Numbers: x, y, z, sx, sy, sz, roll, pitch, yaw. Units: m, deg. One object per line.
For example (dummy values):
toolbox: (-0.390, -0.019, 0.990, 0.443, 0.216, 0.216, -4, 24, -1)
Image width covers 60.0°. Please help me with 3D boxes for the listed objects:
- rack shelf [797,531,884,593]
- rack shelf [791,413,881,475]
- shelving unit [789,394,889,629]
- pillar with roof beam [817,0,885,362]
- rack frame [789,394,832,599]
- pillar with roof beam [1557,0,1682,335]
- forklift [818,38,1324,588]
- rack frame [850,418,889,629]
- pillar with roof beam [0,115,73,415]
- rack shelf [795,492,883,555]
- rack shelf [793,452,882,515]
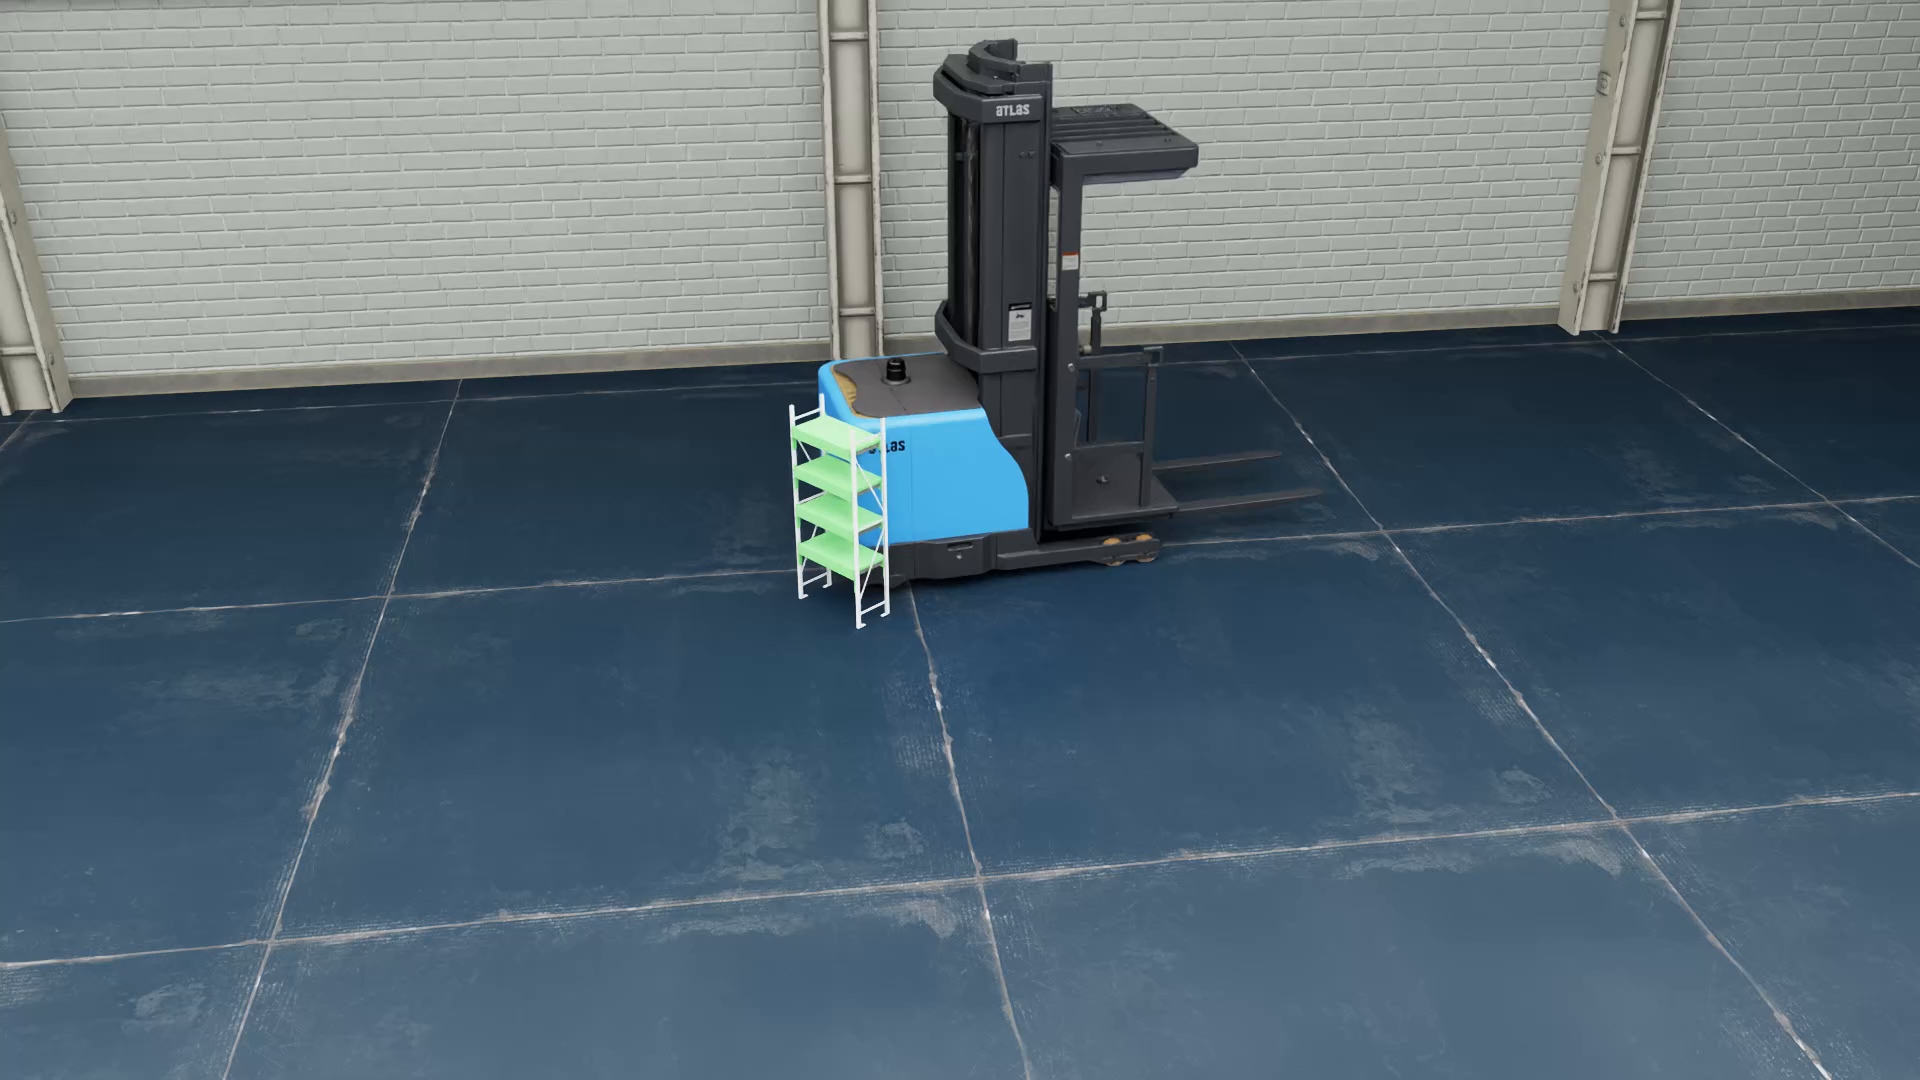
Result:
rack shelf: (-0.665, 0.113, 9.380, 0.480, 0.148, 0.258, 24, 35, 38)
rack shelf: (-0.665, -0.527, 9.052, 0.480, 0.148, 0.258, 24, 35, 38)
shelving unit: (-0.665, -0.157, 9.242, 0.503, 1.200, 0.258, 24, 35, 38)
pillar with roof beam: (-0.197, -3.420, 7.059, 0.400, 9.000, 9.100, -4, 27, -7)
rack frame: (-0.840, -0.234, 9.392, 0.015, 1.200, 0.240, 24, 35, 38)
pillar with roof beam: (5.745, -3.802, 7.802, 0.400, 9.000, 9.100, -4, 27, -7)
forklift: (0.712, -1.373, 9.716, 3.031, 2.935, 1.130, -7, 28, -13)
rack frame: (-0.489, -0.080, 9.091, 0.015, 1.200, 0.240, 24, 35, 38)
pillar with roof beam: (-6.138, -3.039, 6.315, 0.400, 9.000, 9.100, -4, 27, -7)
rack shelf: (-0.665, -0.100, 9.271, 0.480, 0.148, 0.258, 24, 35, 38)
rack shelf: (-0.665, -0.314, 9.161, 0.480, 0.148, 0.258, 24, 35, 38)
